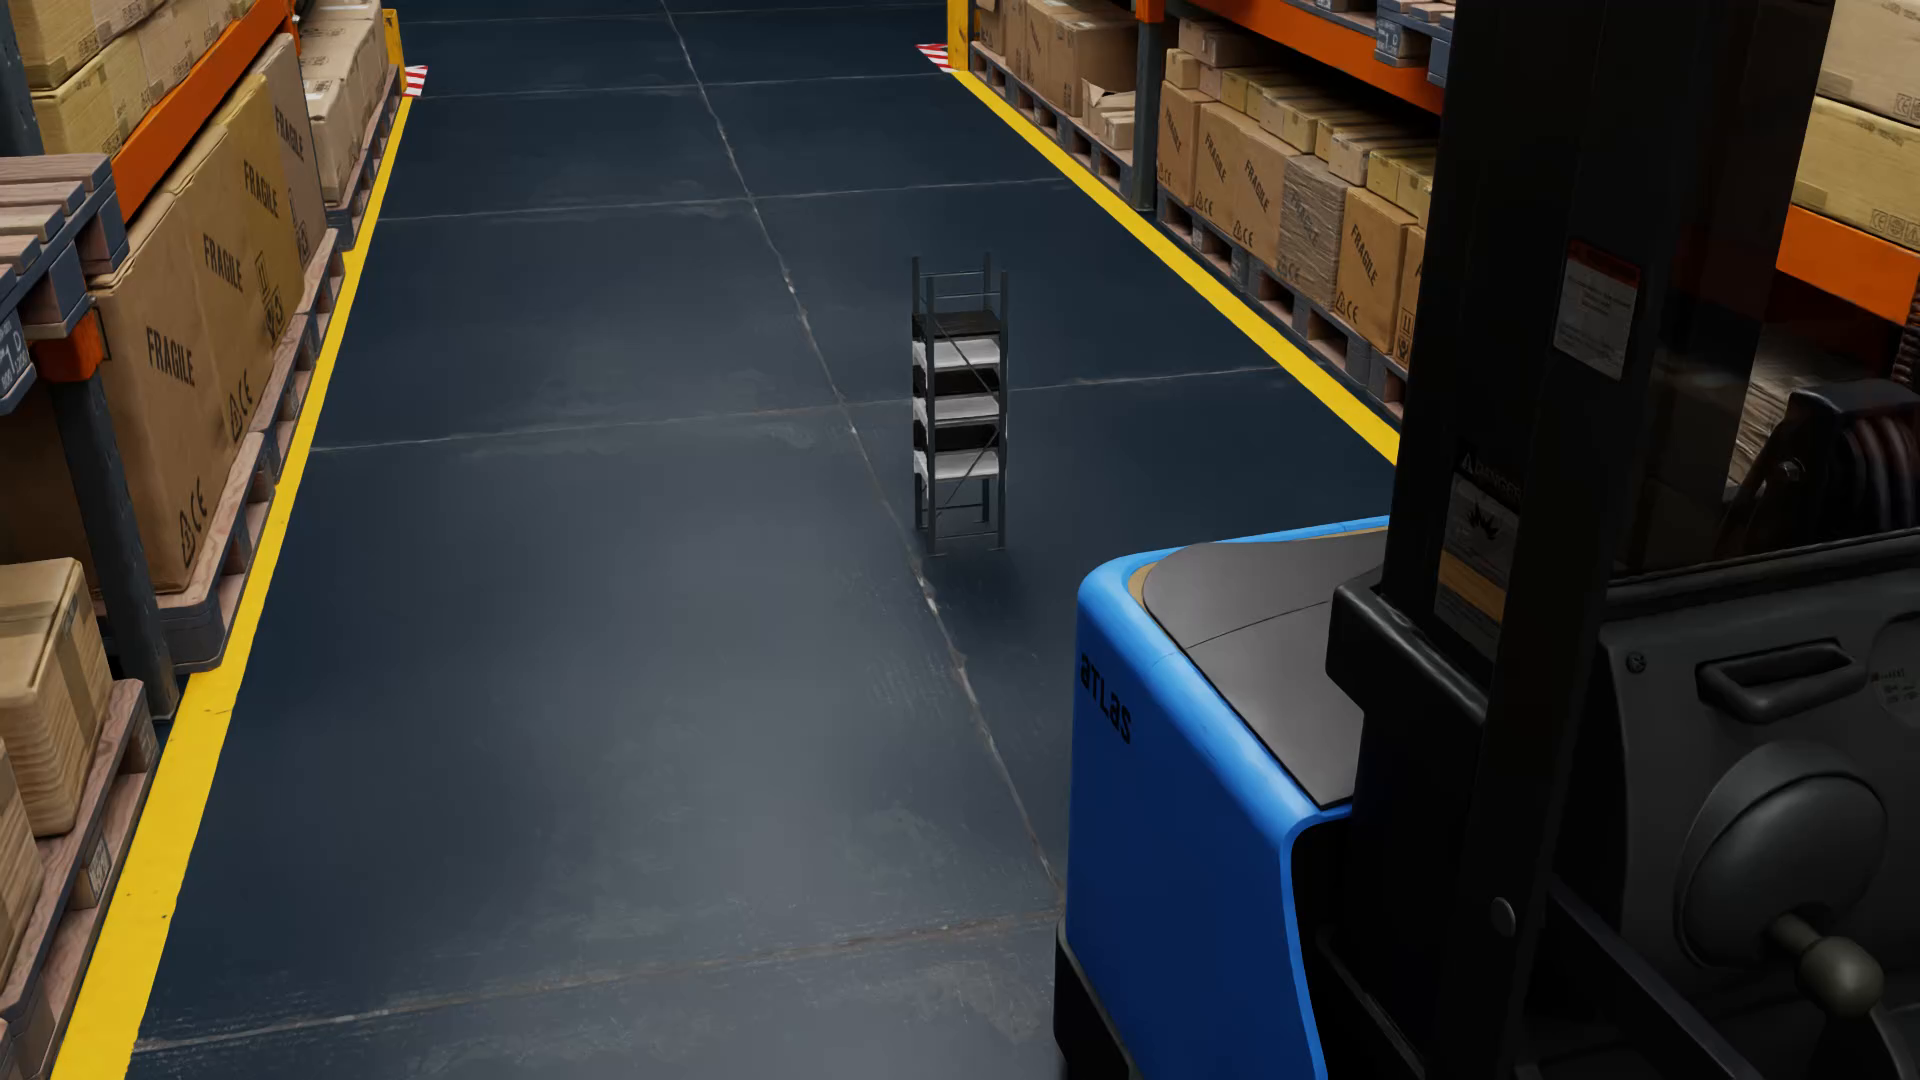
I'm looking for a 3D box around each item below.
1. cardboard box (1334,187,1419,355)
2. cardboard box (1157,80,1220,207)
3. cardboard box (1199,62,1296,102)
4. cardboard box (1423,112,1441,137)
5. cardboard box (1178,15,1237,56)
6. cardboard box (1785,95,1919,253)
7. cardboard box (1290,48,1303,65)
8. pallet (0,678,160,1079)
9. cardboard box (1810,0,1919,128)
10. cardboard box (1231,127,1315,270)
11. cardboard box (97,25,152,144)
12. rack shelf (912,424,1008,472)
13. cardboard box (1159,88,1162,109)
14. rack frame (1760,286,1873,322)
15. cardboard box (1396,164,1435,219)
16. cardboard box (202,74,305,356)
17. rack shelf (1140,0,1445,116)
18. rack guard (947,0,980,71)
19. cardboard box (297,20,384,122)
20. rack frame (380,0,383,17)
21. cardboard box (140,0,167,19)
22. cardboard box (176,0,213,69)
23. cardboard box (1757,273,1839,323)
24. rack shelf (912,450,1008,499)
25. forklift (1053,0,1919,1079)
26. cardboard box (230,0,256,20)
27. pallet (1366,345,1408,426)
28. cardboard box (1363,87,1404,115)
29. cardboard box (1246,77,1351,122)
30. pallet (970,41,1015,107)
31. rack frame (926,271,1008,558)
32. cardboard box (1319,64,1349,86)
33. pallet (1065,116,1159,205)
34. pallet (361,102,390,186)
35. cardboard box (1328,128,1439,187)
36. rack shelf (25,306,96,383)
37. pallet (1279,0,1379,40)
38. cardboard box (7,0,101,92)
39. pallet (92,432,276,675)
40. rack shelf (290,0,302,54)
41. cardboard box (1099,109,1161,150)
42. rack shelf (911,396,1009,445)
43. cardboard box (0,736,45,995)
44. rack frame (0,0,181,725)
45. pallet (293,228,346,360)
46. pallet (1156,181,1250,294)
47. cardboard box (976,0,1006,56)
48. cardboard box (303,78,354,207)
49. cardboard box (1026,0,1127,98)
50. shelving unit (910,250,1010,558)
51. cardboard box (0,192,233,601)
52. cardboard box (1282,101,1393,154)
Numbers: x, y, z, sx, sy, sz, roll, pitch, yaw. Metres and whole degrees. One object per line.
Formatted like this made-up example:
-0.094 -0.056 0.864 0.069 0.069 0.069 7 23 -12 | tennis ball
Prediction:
1.764 -1.033 6.276 0.500 0.500 0.500 -5 27 -9 | cardboard box
1.280 -1.940 8.073 0.500 0.500 0.500 -5 27 -9 | cardboard box
1.350 -2.167 7.802 0.380 0.149 0.250 -7 28 -13 | cardboard box
2.115 -1.655 6.787 0.380 0.149 0.250 -7 28 -14 | cardboard box
1.271 -2.419 7.972 0.380 0.149 0.250 -6 27 -12 | cardboard box
2.262 -0.840 3.751 0.500 0.250 0.500 -7 28 -13 | cardboard box
1.754 -2.333 8.131 0.380 0.149 0.250 -7 28 -14 | cardboard box
-2.369 0.746 3.538 1.003 0.211 1.213 -6 27 -12 | pallet
2.265 -1.064 3.641 0.500 0.250 0.500 -5 27 -10 | cardboard box
1.518 -1.488 7.177 0.500 0.500 0.500 -7 28 -13 | cardboard box
-2.542 -1.239 4.542 0.500 0.250 0.500 -7 28 -13 | cardboard box
-0.002 -0.295 5.110 0.258 0.077 0.200 -6 27 -12 | rack shelf
1.374 -2.523 9.617 0.380 0.149 0.250 -6 27 -12 | cardboard box
2.292 -1.348 4.591 1.000 3.000 0.127 -6 27 -12 | rack frame
1.810 -1.257 6.000 0.380 0.149 0.250 -5 27 -10 | cardboard box
-3.016 -1.177 6.145 0.875 0.875 0.875 -5 27 -10 | cardboard box
1.841 -1.905 6.493 1.077 0.370 4.000 -6 27 -12 | rack shelf
0.506 -3.710 12.046 1.175 0.500 0.348 -6 27 -12 | rack guard
-3.886 -2.717 9.682 0.875 0.438 0.875 -5 27 -10 | cardboard box
-4.346 -4.354 10.547 1.000 3.000 0.127 -6 27 -12 | rack frame
-2.633 -1.693 4.886 0.500 0.250 0.500 -6 27 -12 | cardboard box
-2.769 -1.686 5.428 0.500 0.250 0.500 -6 27 -12 | cardboard box
2.470 -0.633 5.483 0.500 0.500 0.500 -5 27 -10 | cardboard box
-0.002 -0.215 5.150 0.258 0.077 0.200 -6 27 -12 | rack shelf
1.118 0.248 1.506 1.130 2.935 3.031 -8 28 -16 | forklift
-2.985 -2.136 6.319 0.500 0.250 0.500 -6 27 -12 | cardboard box
2.160 -0.434 5.876 1.003 0.211 1.213 -6 27 -12 | pallet
1.975 -1.876 7.225 0.380 0.149 0.250 -5 27 -10 | cardboard box
1.493 -1.936 7.345 0.380 0.149 0.250 -6 27 -12 | cardboard box
0.686 -3.231 11.418 1.003 0.211 1.213 -6 27 -12 | pallet
0.021 -0.361 4.966 0.240 0.900 0.006 -6 27 -12 | rack frame
1.882 -2.112 7.693 0.380 0.149 0.250 -6 27 -11 | cardboard box
1.236 -2.160 9.296 1.003 0.211 1.213 -6 27 -12 | pallet
-3.819 -2.232 9.437 1.003 0.211 1.213 -6 27 -12 | pallet
1.662 -1.485 6.451 0.380 0.149 0.250 -7 28 -14 | cardboard box
-2.093 0.357 2.012 1.077 0.370 4.000 -6 27 -12 | rack shelf
1.849 -2.115 6.325 1.003 0.211 1.213 -6 27 -12 | pallet
-2.417 -1.246 4.001 0.500 0.250 0.500 -6 27 -12 | cardboard box
-2.648 0.049 4.918 1.003 0.211 1.213 -6 27 -12 | pallet
-3.896 -3.155 8.970 1.077 0.370 4.000 -6 27 -12 | rack shelf
0.978 -2.233 9.043 0.380 0.149 0.250 -7 28 -13 | cardboard box
-0.002 -0.376 5.069 0.258 0.077 0.200 -6 27 -12 | rack shelf
-2.252 0.716 2.953 0.950 0.372 0.625 -6 27 -13 | cardboard box
-2.544 -0.842 3.589 1.000 3.000 0.127 -6 27 -12 | rack frame
-3.198 -1.022 7.041 1.003 0.211 1.213 -6 27 -12 | pallet
1.610 -1.506 7.999 1.003 0.211 1.213 -6 27 -12 | pallet
0.534 -3.655 11.466 0.797 0.503 0.637 -7 28 -14 | cardboard box
-3.482 -1.928 8.119 0.875 0.438 0.875 -6 27 -12 | cardboard box
0.711 -3.032 10.236 0.500 0.500 0.500 -5 27 -11 | cardboard box
-0.002 -0.405 5.054 0.258 0.900 0.210 -6 27 -12 | shelving unit
-2.618 -0.393 4.591 0.875 0.875 0.875 -6 27 -12 | cardboard box
1.567 -1.713 6.904 0.380 0.149 0.250 -5 27 -10 | cardboard box
